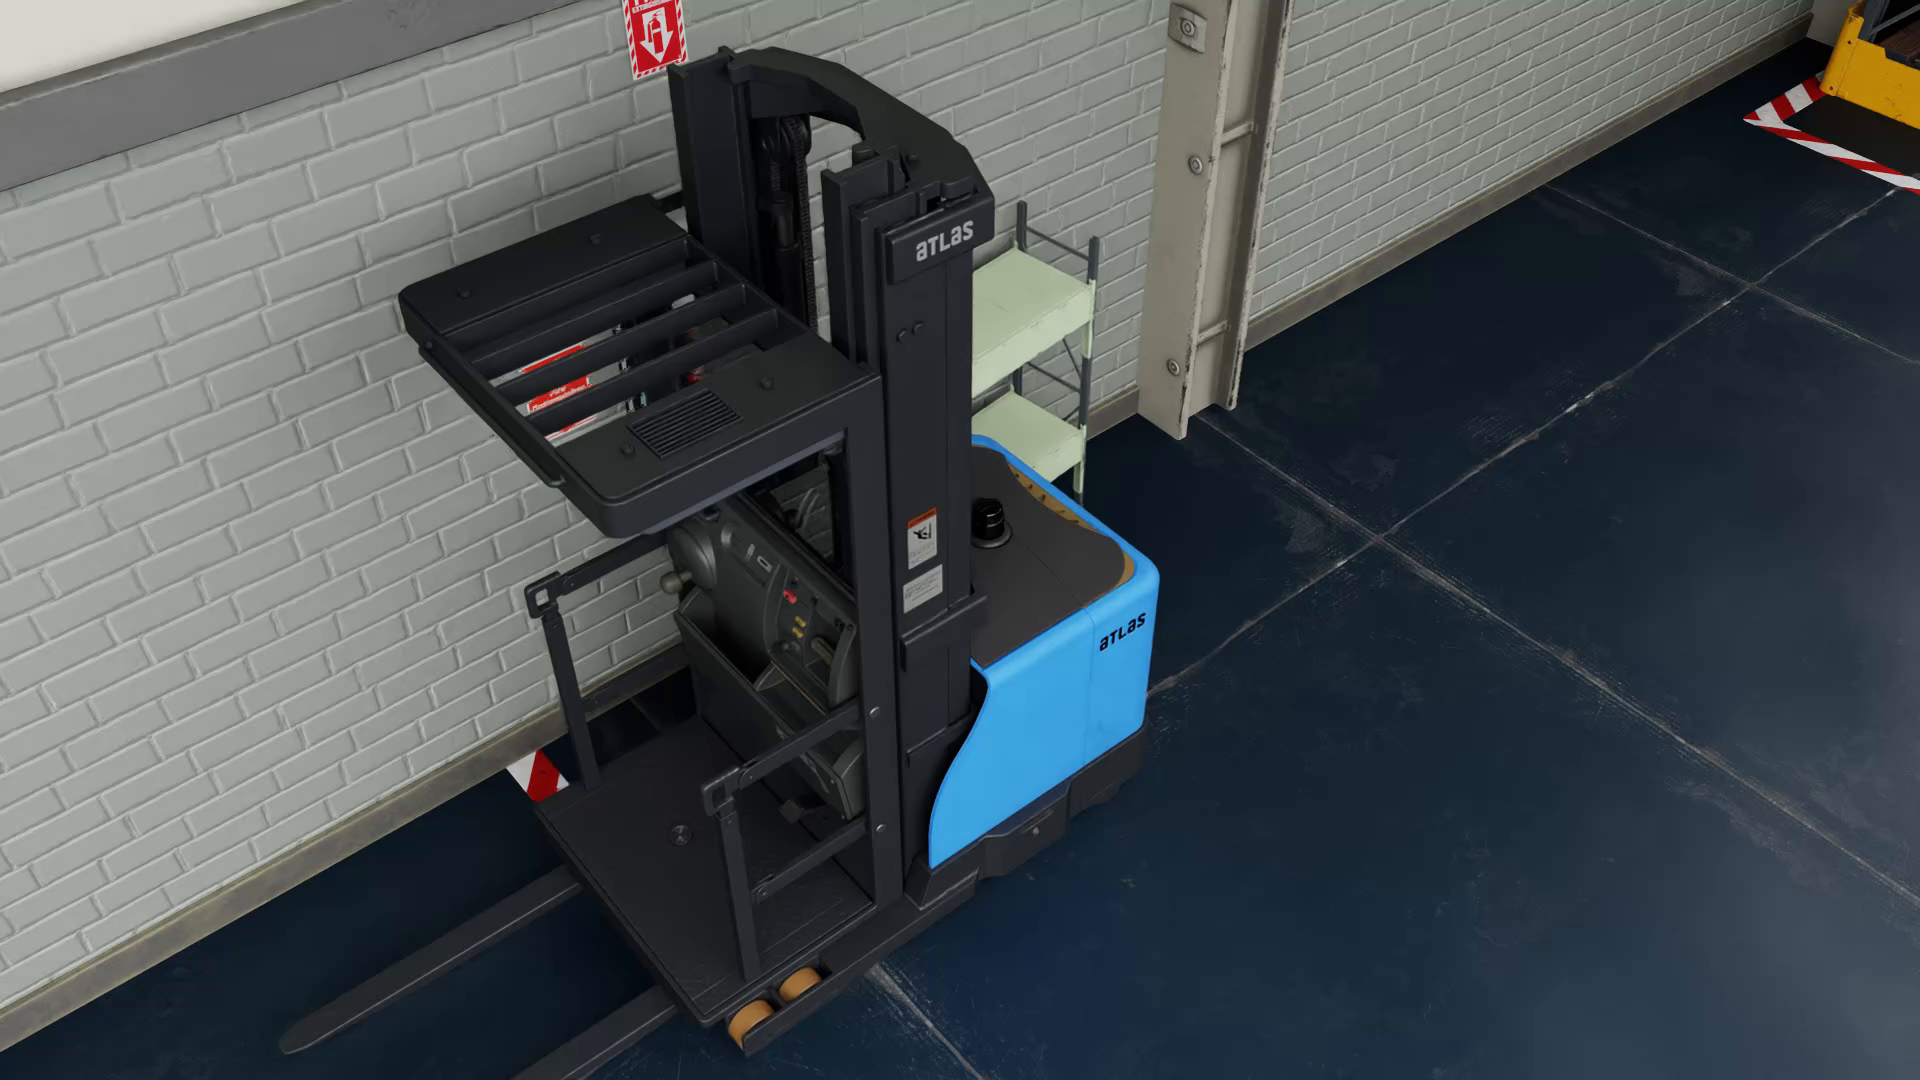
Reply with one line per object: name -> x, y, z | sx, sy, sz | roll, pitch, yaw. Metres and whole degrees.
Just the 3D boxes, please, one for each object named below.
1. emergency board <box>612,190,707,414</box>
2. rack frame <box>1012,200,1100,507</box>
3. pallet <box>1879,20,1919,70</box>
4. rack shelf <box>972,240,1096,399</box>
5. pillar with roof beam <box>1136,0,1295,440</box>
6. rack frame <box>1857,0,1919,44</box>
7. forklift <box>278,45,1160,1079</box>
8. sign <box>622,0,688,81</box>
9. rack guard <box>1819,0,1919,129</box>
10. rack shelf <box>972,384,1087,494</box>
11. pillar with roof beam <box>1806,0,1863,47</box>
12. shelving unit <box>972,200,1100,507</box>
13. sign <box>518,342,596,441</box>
emergency board -> -0.850, -0.660, 5.761 | 0.643, 1.169, 0.194 | -30, 51, -28
rack frame -> 0.376, -0.676, 6.874 | 0.400, 1.500, 0.023 | 33, 52, 30
pallet -> 6.395, -2.954, 10.241 | 1.213, 0.211, 1.003 | -30, 51, -28
rack shelf -> 0.125, -0.779, 6.412 | 0.431, 0.370, 0.720 | 33, 52, 30
pillar with roof beam -> 3.832, -1.651, 2.435 | 0.400, 9.000, 9.100 | -30, 51, -28
rack frame -> 5.691, -3.599, 8.891 | 0.127, 3.000, 1.000 | -30, 51, -28
forklift -> -0.770, 0.195, 4.902 | 3.031, 2.935, 1.130 | -29, 51, -28
sign -> -0.920, -1.553, 5.020 | 0.199, 0.298, 0.001 | -30, 51, -28
rack guard -> 5.749, -2.721, 9.782 | 0.348, 0.500, 1.175 | -30, 51, -28
rack shelf -> 0.126, -0.255, 6.901 | 0.431, 0.370, 0.720 | 33, 52, 30
pillar with roof beam -> 8.435, -4.287, 5.241 | 0.400, 9.000, 9.100 | -30, 51, -28
shelving unit -> 0.126, -0.494, 6.679 | 0.431, 1.500, 0.755 | 33, 52, 30
sign -> -1.340, -0.484, 5.548 | 0.234, 0.329, 0.001 | -30, 51, -28
